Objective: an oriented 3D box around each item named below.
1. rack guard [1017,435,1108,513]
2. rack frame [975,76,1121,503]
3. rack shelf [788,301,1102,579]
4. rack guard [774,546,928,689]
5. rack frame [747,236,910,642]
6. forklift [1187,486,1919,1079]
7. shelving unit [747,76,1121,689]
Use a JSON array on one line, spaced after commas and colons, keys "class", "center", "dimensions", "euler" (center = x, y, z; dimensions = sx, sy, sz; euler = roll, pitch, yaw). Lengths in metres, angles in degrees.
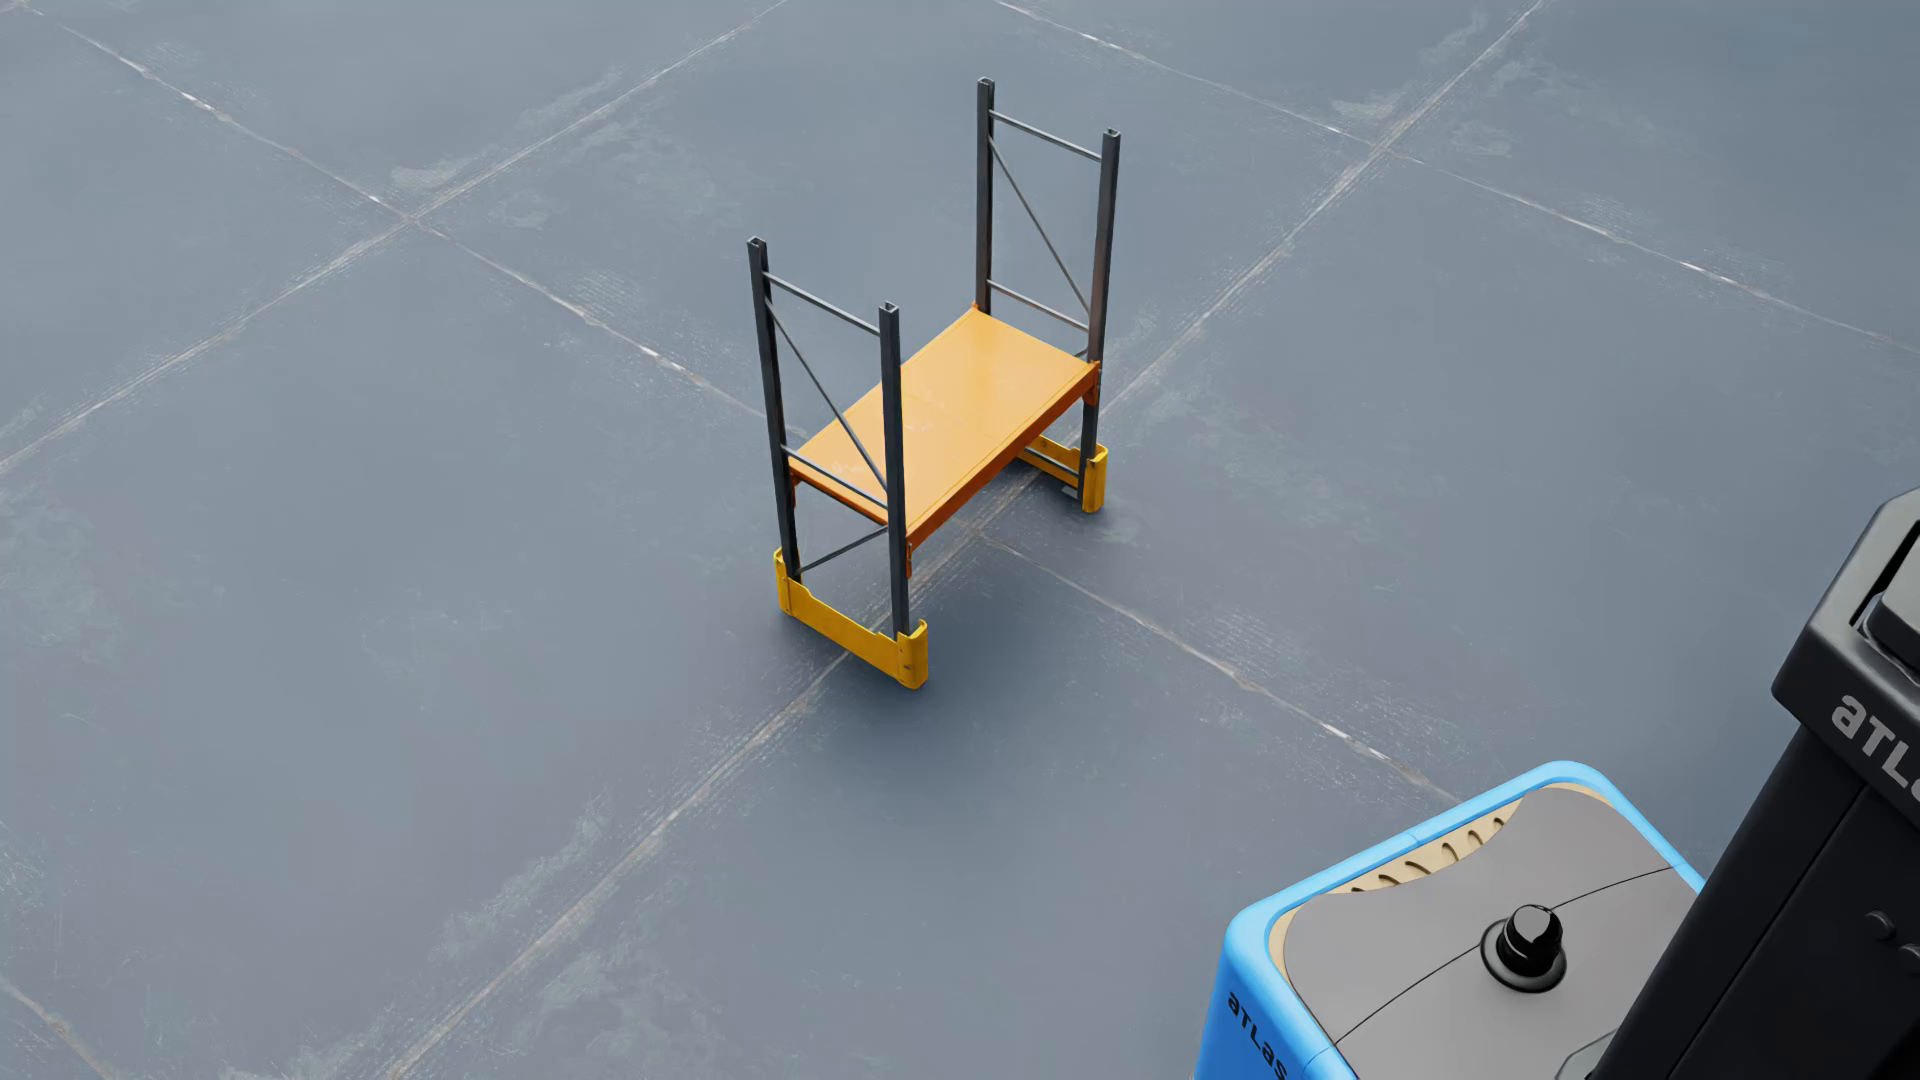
[{"class": "rack guard", "center": [0.258, -0.328, 5.890], "dimensions": [0.587, 0.250, 0.087], "euler": [29, 53, 25]}, {"class": "rack frame", "center": [0.259, -0.760, 5.439], "dimensions": [0.500, 1.500, 0.032], "euler": [29, 53, 25]}, {"class": "rack shelf", "center": [-0.052, -0.345, 5.291], "dimensions": [0.538, 0.185, 1.000], "euler": [29, 53, 25]}, {"class": "rack guard", "center": [-0.351, 0.242, 5.346], "dimensions": [0.587, 0.250, 0.087], "euler": [29, 53, 25]}, {"class": "rack frame", "center": [-0.363, -0.178, 4.883], "dimensions": [0.500, 1.500, 0.032], "euler": [29, 53, 25]}, {"class": "forklift", "center": [1.666, 1.320, 2.462], "dimensions": [1.130, 2.935, 3.031], "euler": [-20, 50, -18]}, {"class": "shelving unit", "center": [-0.047, -0.474, 5.166], "dimensions": [0.587, 1.500, 1.083], "euler": [29, 53, 25]}]
